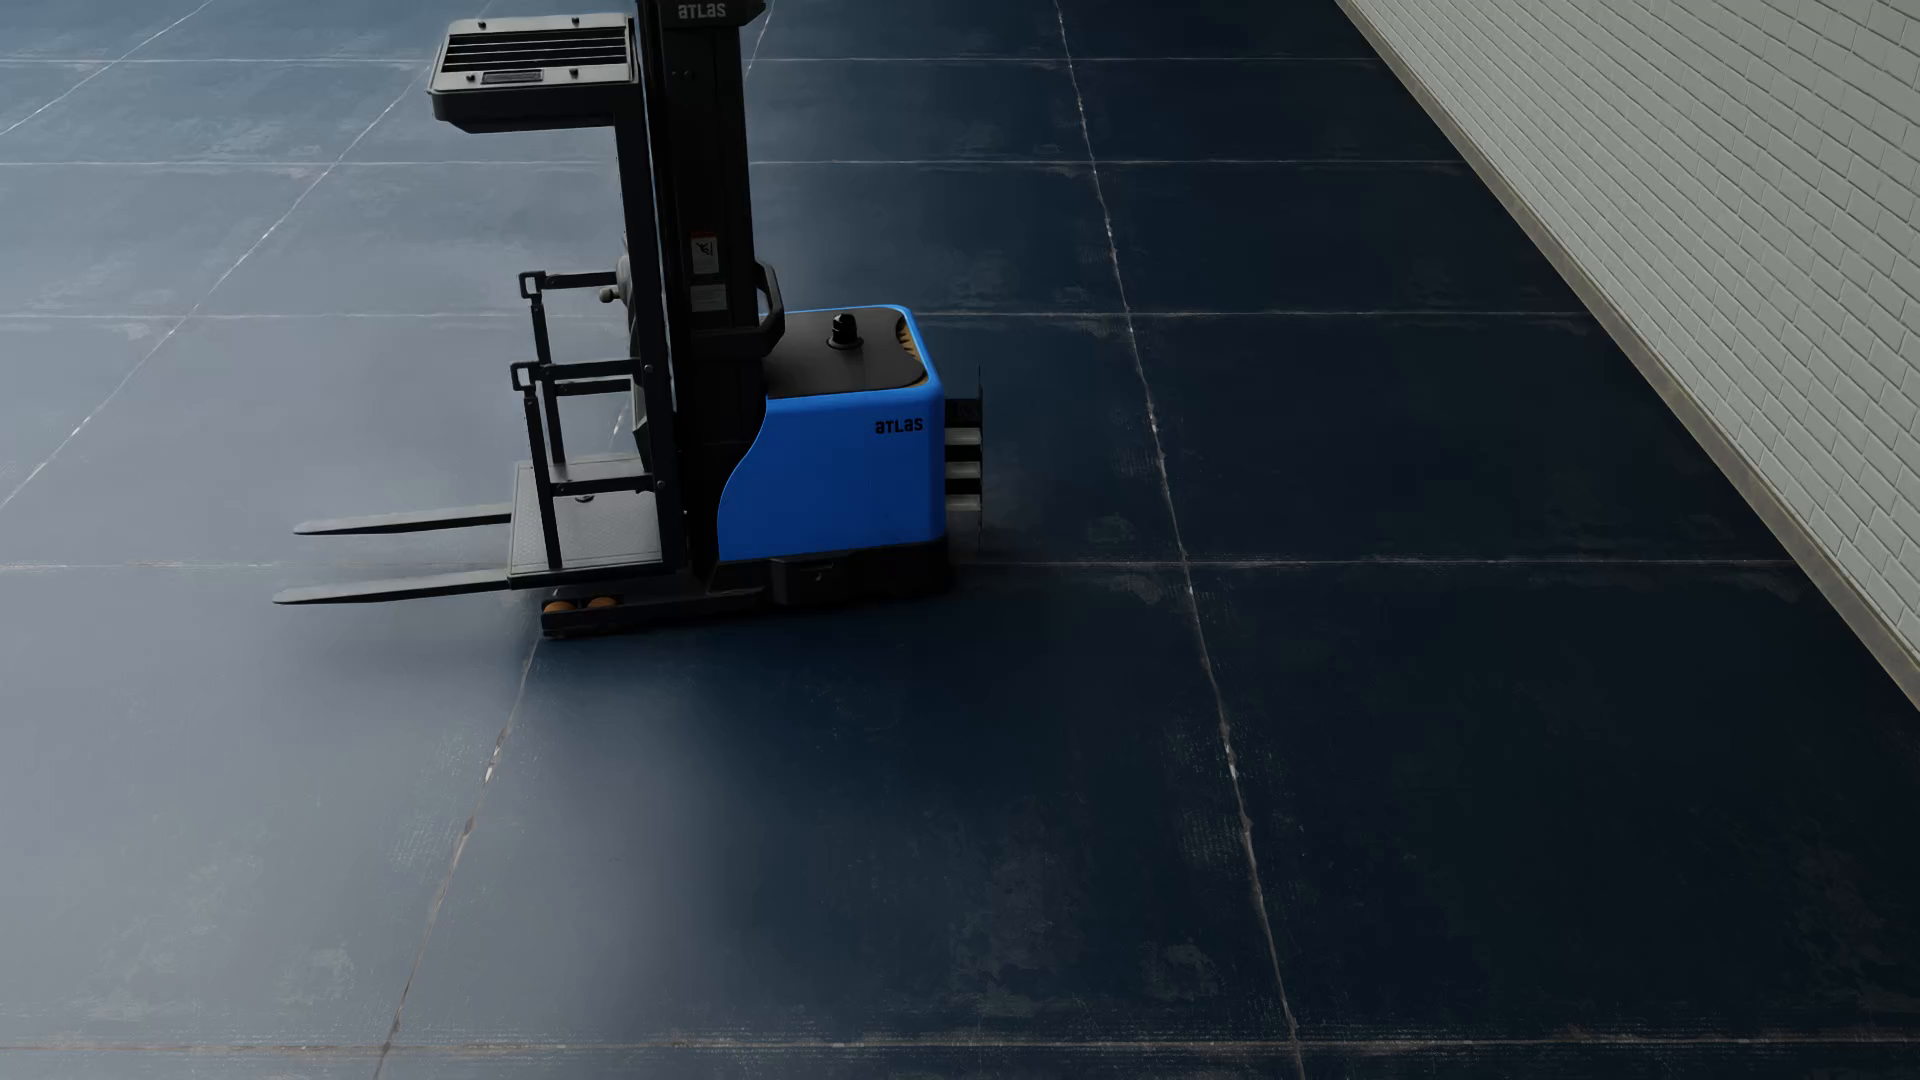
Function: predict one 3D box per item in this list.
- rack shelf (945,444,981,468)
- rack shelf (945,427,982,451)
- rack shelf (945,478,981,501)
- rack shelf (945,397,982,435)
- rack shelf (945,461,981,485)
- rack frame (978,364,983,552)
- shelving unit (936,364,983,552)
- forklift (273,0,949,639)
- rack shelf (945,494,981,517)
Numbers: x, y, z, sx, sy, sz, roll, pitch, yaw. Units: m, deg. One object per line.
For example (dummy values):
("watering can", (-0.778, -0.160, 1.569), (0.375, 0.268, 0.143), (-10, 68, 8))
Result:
("rack shelf", (-0.004, -0.434, 7.989), (0.200, 0.077, 0.258), (-1, 31, -2))
("rack shelf", (-0.004, -0.511, 7.942), (0.200, 0.077, 0.258), (-1, 31, -2))
("rack shelf", (-0.004, -0.280, 8.082), (0.200, 0.077, 0.258), (-1, 31, -2))
("rack shelf", (-0.004, -0.588, 7.895), (0.200, 0.077, 0.258), (-1, 31, -2))
("rack shelf", (-0.004, -0.357, 8.035), (0.200, 0.077, 0.258), (-1, 31, -2))
("rack frame", (0.098, -0.388, 8.022), (0.006, 0.900, 0.240), (-1, 31, -2))
("shelving unit", (-0.004, -0.386, 8.018), (0.210, 0.900, 0.258), (-1, 31, -2))
("forklift", (-1.622, -1.105, 7.245), (3.031, 2.935, 1.130), (-6, 32, -9))
("rack shelf", (-0.004, -0.204, 8.129), (0.200, 0.077, 0.258), (-1, 31, -2))
